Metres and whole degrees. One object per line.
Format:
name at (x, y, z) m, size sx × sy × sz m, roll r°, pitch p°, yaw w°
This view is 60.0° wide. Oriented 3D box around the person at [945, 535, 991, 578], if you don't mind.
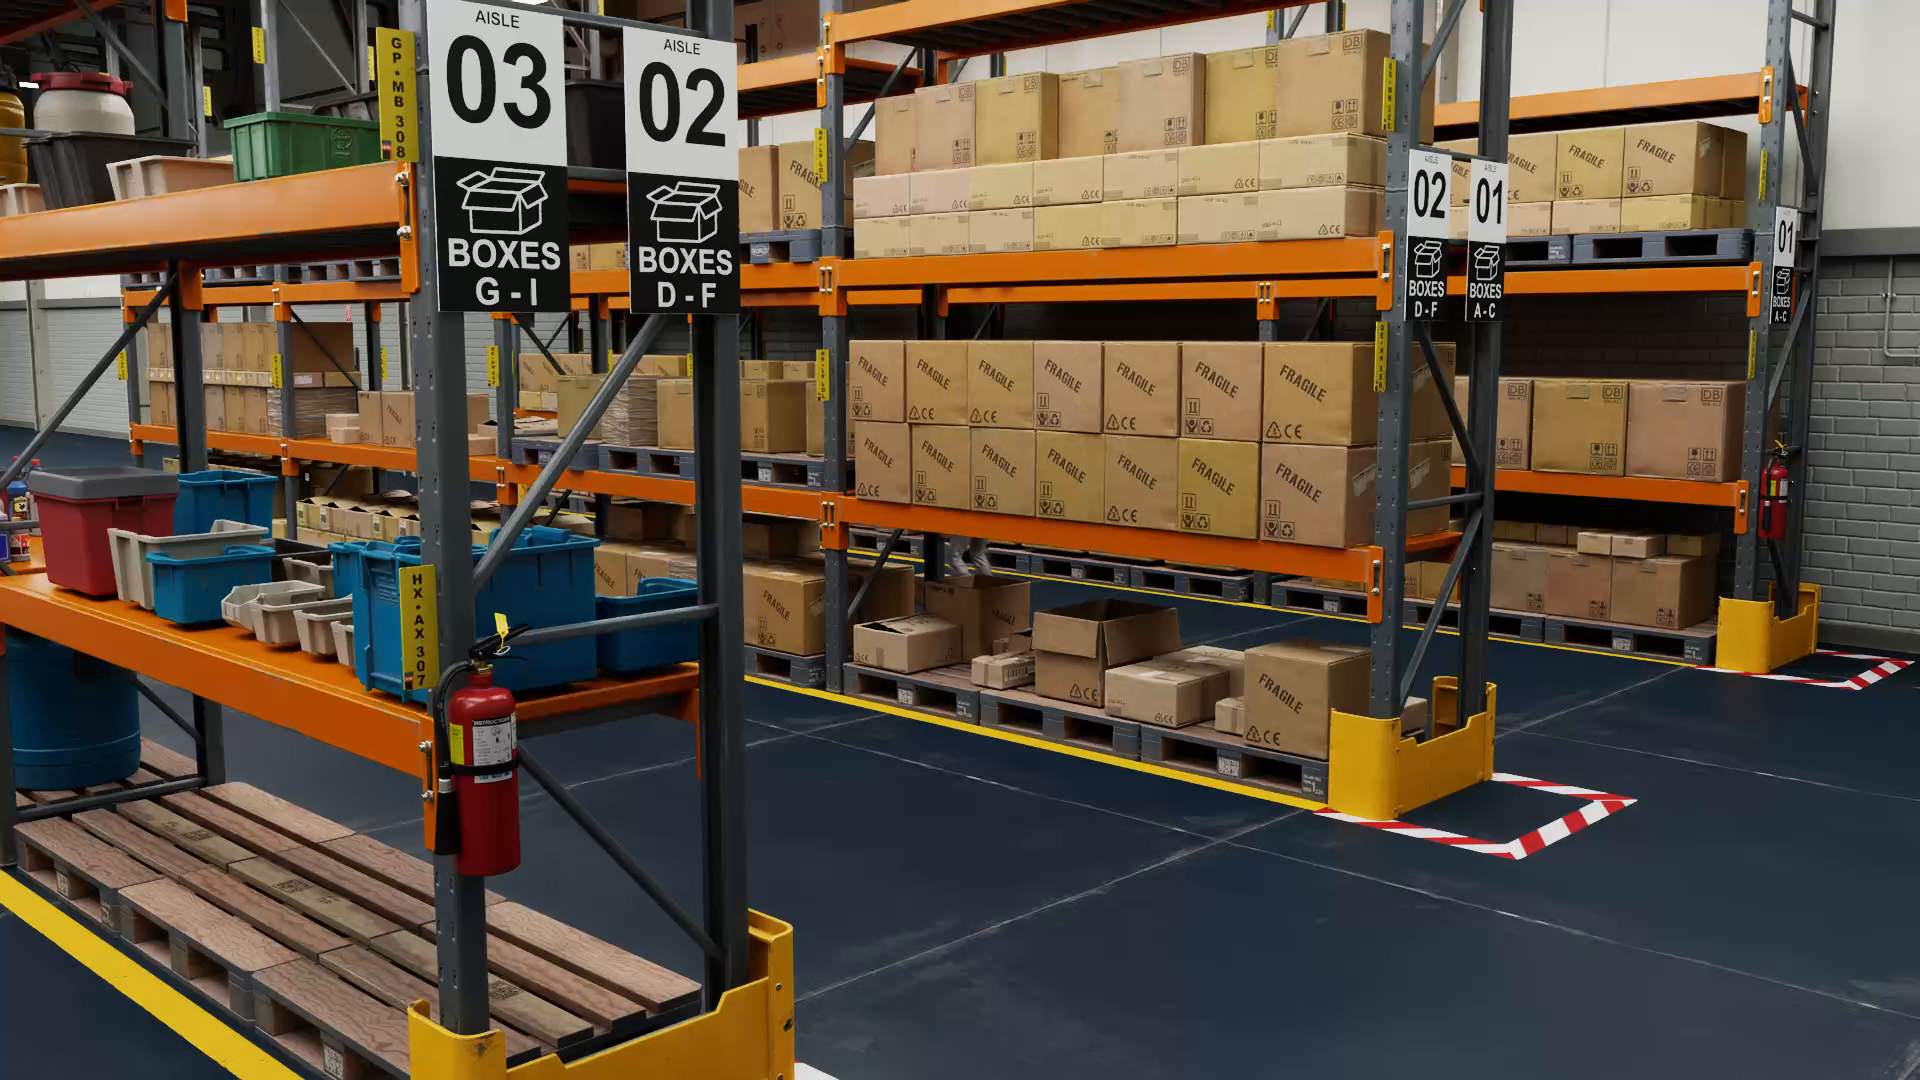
person at (0.070, -0.193, 14.095) m, size 0.508 × 1.604 × 0.485 m, roll -7°, pitch 10°, yaw -44°
